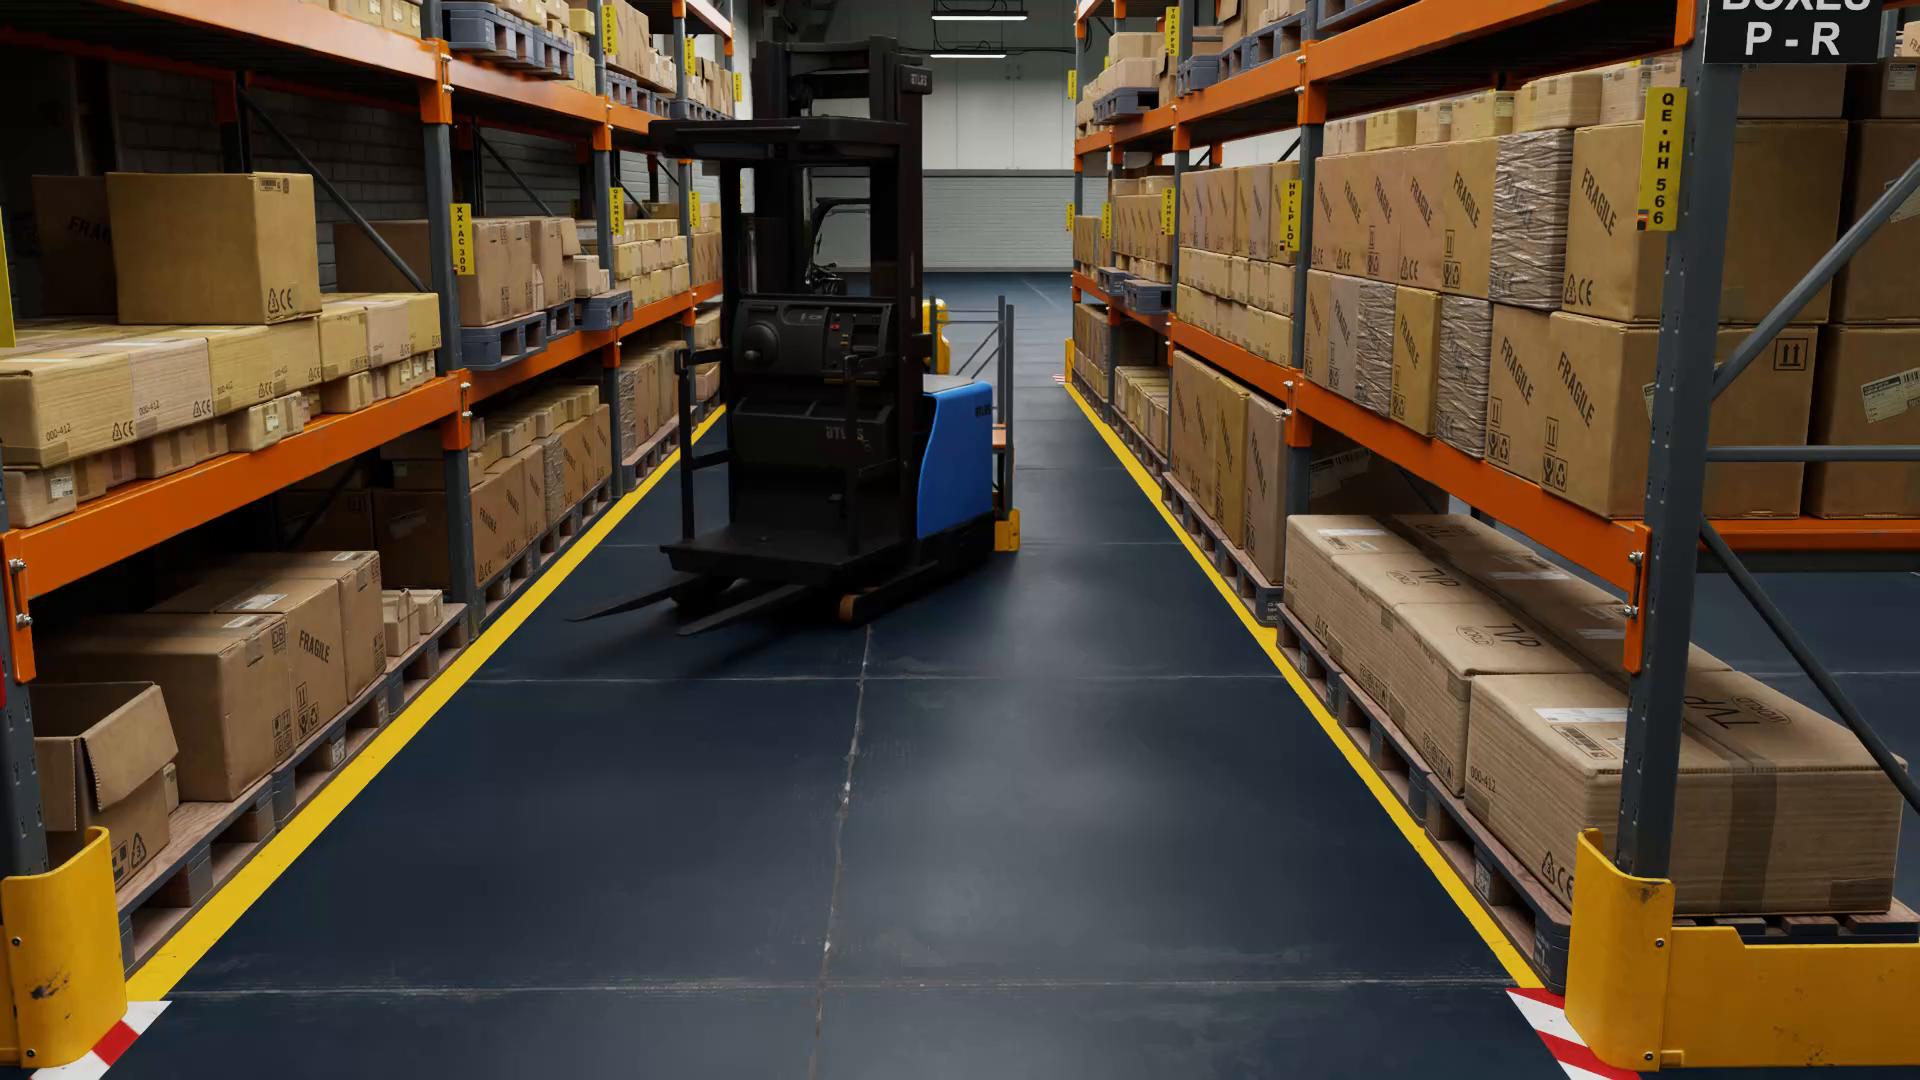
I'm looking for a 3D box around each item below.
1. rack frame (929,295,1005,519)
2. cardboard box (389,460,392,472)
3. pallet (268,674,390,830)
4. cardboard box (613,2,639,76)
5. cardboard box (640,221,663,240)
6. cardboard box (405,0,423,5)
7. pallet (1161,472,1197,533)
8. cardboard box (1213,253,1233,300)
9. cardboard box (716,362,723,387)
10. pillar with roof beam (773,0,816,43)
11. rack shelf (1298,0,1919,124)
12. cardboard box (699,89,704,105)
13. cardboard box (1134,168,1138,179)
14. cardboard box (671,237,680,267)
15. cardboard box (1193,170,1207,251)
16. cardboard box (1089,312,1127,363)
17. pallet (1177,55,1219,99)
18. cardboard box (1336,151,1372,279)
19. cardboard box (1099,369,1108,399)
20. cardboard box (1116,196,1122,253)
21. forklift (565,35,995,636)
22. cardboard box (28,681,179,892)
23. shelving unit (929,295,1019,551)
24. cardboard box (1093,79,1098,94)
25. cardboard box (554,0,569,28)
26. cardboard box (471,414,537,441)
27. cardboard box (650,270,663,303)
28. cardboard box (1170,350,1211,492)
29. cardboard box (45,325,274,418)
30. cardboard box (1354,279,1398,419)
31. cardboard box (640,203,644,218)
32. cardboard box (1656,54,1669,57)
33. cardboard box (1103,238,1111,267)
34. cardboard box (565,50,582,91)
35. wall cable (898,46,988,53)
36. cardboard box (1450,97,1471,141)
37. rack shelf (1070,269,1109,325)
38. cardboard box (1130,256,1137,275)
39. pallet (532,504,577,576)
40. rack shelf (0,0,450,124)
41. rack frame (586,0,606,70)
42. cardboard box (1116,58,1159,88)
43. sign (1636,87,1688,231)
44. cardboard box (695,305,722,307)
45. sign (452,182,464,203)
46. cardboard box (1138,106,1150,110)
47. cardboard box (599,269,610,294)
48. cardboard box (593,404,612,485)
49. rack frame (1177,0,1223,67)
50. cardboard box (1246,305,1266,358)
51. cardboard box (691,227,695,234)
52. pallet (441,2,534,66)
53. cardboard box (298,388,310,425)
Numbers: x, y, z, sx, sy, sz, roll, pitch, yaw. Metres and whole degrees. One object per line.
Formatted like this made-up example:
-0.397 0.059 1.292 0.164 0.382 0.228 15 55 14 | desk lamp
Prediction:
0.047 -0.879 11.122 0.500 1.500 0.032 0 11 -1 | rack frame
-3.187 -0.446 8.812 0.380 0.149 0.250 0 11 -1 | cardboard box
-2.825 0.772 6.226 1.003 0.211 1.213 0 11 -1 | pallet
-2.831 -3.789 12.586 0.700 0.500 0.500 0 11 -2 | cardboard box
-2.664 -2.559 13.744 0.380 0.149 0.250 -1 11 -3 | cardboard box
-2.606 -2.422 7.039 0.500 0.250 0.500 0 11 -1 | cardboard box
1.954 -0.267 11.346 1.003 0.211 1.213 0 11 -1 | pallet
1.782 -1.558 9.815 0.500 0.250 0.500 0 11 0 | cardboard box
-2.763 -1.724 17.371 0.500 0.250 0.500 0 11 0 | cardboard box
-0.193 -10.947 41.884 9.100 9.000 0.548 0 11 -1 | pillar with roof beam
2.137 -1.716 5.738 1.077 0.370 4.000 0 11 -1 | rack shelf
-2.754 -4.410 16.532 0.380 0.149 0.250 0 11 1 | cardboard box
2.166 -3.561 17.053 0.700 0.500 0.500 0 11 -2 | cardboard box
-2.748 -2.538 14.644 0.500 0.250 0.500 -1 11 -3 | cardboard box
1.799 -2.132 10.760 0.500 0.500 0.500 0 11 -1 | cardboard box
1.626 -2.131 17.492 0.500 0.500 0.500 0 11 2 | cardboard box
2.080 -3.041 10.934 1.213 0.211 1.003 0 11 1 | pallet
1.868 -1.339 6.848 0.500 0.500 0.500 0 11 -2 | cardboard box
1.650 -1.561 16.568 0.500 0.250 0.500 0 11 1 | cardboard box
1.664 -2.793 14.725 0.500 0.500 0.500 0 11 -1 | cardboard box
-0.874 -1.098 8.599 1.130 2.935 3.031 5 13 25 | forklift
-2.702 0.716 4.708 0.797 0.503 0.637 -1 11 -3 | cardboard box
0.059 -0.777 10.615 0.587 1.500 1.083 0 11 -1 | shelving unit
1.578 -4.694 17.233 0.380 0.149 0.250 0 11 0 | cardboard box
-2.691 -3.335 10.536 0.380 0.149 0.250 -1 11 -3 | cardboard box
-2.732 -0.659 9.861 0.380 0.149 0.250 0 11 -1 | cardboard box
-2.746 -2.091 13.699 0.500 0.250 0.500 0 11 1 | cardboard box
1.944 -0.818 11.334 0.875 0.875 0.875 0 11 -2 | cardboard box
-2.548 -0.544 5.326 0.500 0.250 0.500 0 11 -2 | cardboard box
1.854 -0.752 6.468 0.500 0.500 0.500 0 11 -1 | cardboard box
-3.323 -3.243 16.367 0.380 0.149 0.250 0 11 -2 | cardboard box
6.551 -4.691 15.910 0.380 0.149 0.250 0 11 -2 | cardboard box
1.673 -2.868 16.153 0.500 0.500 0.500 -1 11 -3 | cardboard box
-2.685 -2.966 10.465 0.500 0.250 0.500 0 11 -1 | cardboard box
-0.655 -13.677 50.450 3.097 2.526 0.112 0 11 -1 | wall cable
1.903 -1.434 5.685 0.380 0.149 0.250 0 11 1 | cardboard box
1.889 -2.631 17.794 1.077 0.370 4.000 0 11 -1 | rack shelf
1.625 -2.299 13.920 0.380 0.149 0.250 0 11 1 | cardboard box
-2.949 -0.013 10.092 1.003 0.211 1.213 0 11 -1 | pallet
-2.825 -1.695 5.633 1.077 0.370 4.000 0 11 -1 | rack shelf
-2.949 -4.710 11.143 1.000 3.000 0.127 0 11 -1 | rack frame
1.586 -3.870 13.867 0.500 0.250 0.500 0 11 -2 | cardboard box
1.636 -0.885 3.869 0.100 0.325 0.005 0 11 -1 | sign
-2.777 -2.517 18.765 0.500 0.250 0.500 0 11 0 | cardboard box
-3.504 -2.334 11.609 0.100 0.325 0.005 0 11 -1 | sign
1.652 -4.216 15.878 0.500 0.250 0.500 0 11 -2 | cardboard box
-2.552 -1.724 11.086 0.380 0.149 0.250 0 11 0 | cardboard box
-2.726 -0.668 11.536 0.500 0.500 0.500 0 11 0 | cardboard box
2.013 -4.731 11.247 1.000 3.000 0.127 0 11 -1 | rack frame
1.825 -1.112 8.872 0.500 0.250 0.500 0 11 -2 | cardboard box
-2.782 -3.048 16.155 0.380 0.149 0.250 0 11 0 | cardboard box
-2.810 -2.483 8.181 1.213 0.211 1.003 0 11 -1 | pallet
-2.594 -0.483 6.025 0.380 0.149 0.250 0 11 -1 | cardboard box
